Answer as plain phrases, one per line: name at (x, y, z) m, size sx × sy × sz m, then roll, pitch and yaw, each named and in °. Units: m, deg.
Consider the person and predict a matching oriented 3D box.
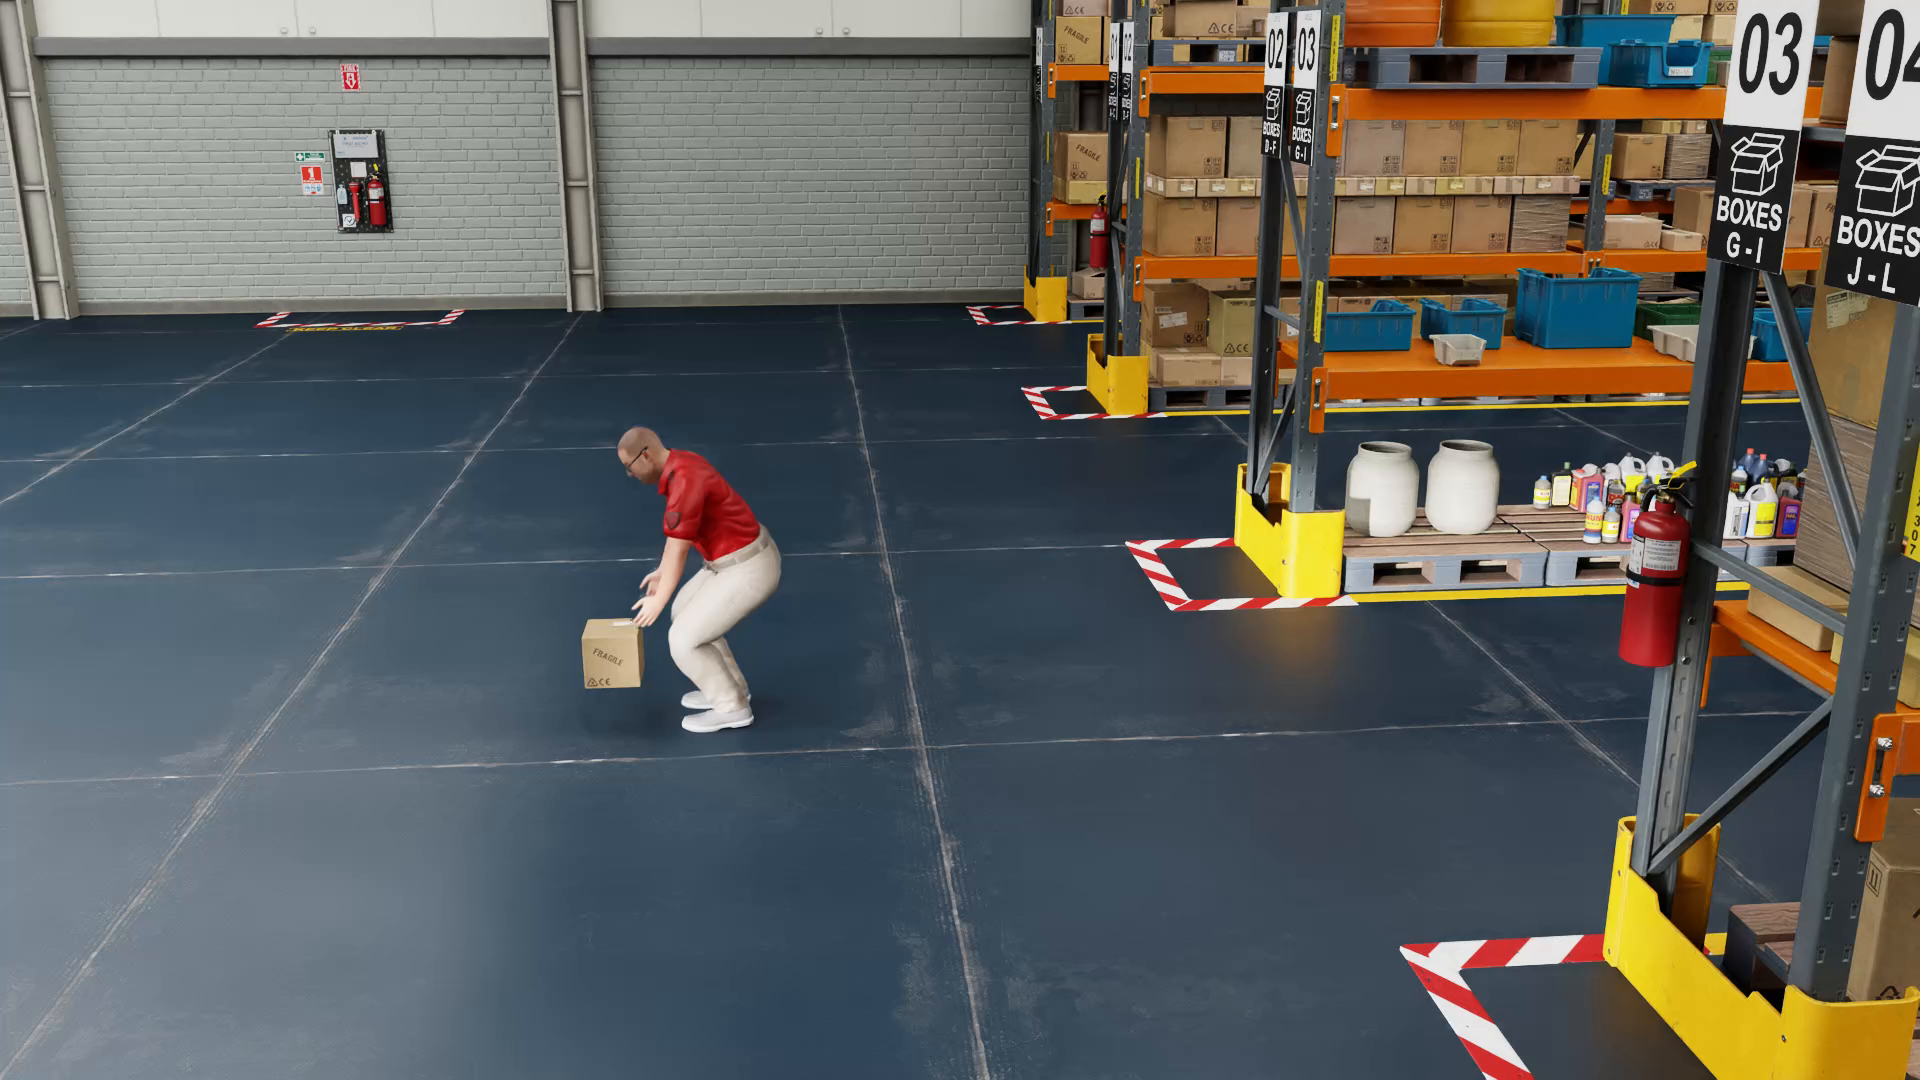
person at (-1.169, 0.168, 7.592) m, size 0.705 × 1.402 × 0.590 m, roll -2°, pitch 17°, yaw -5°
